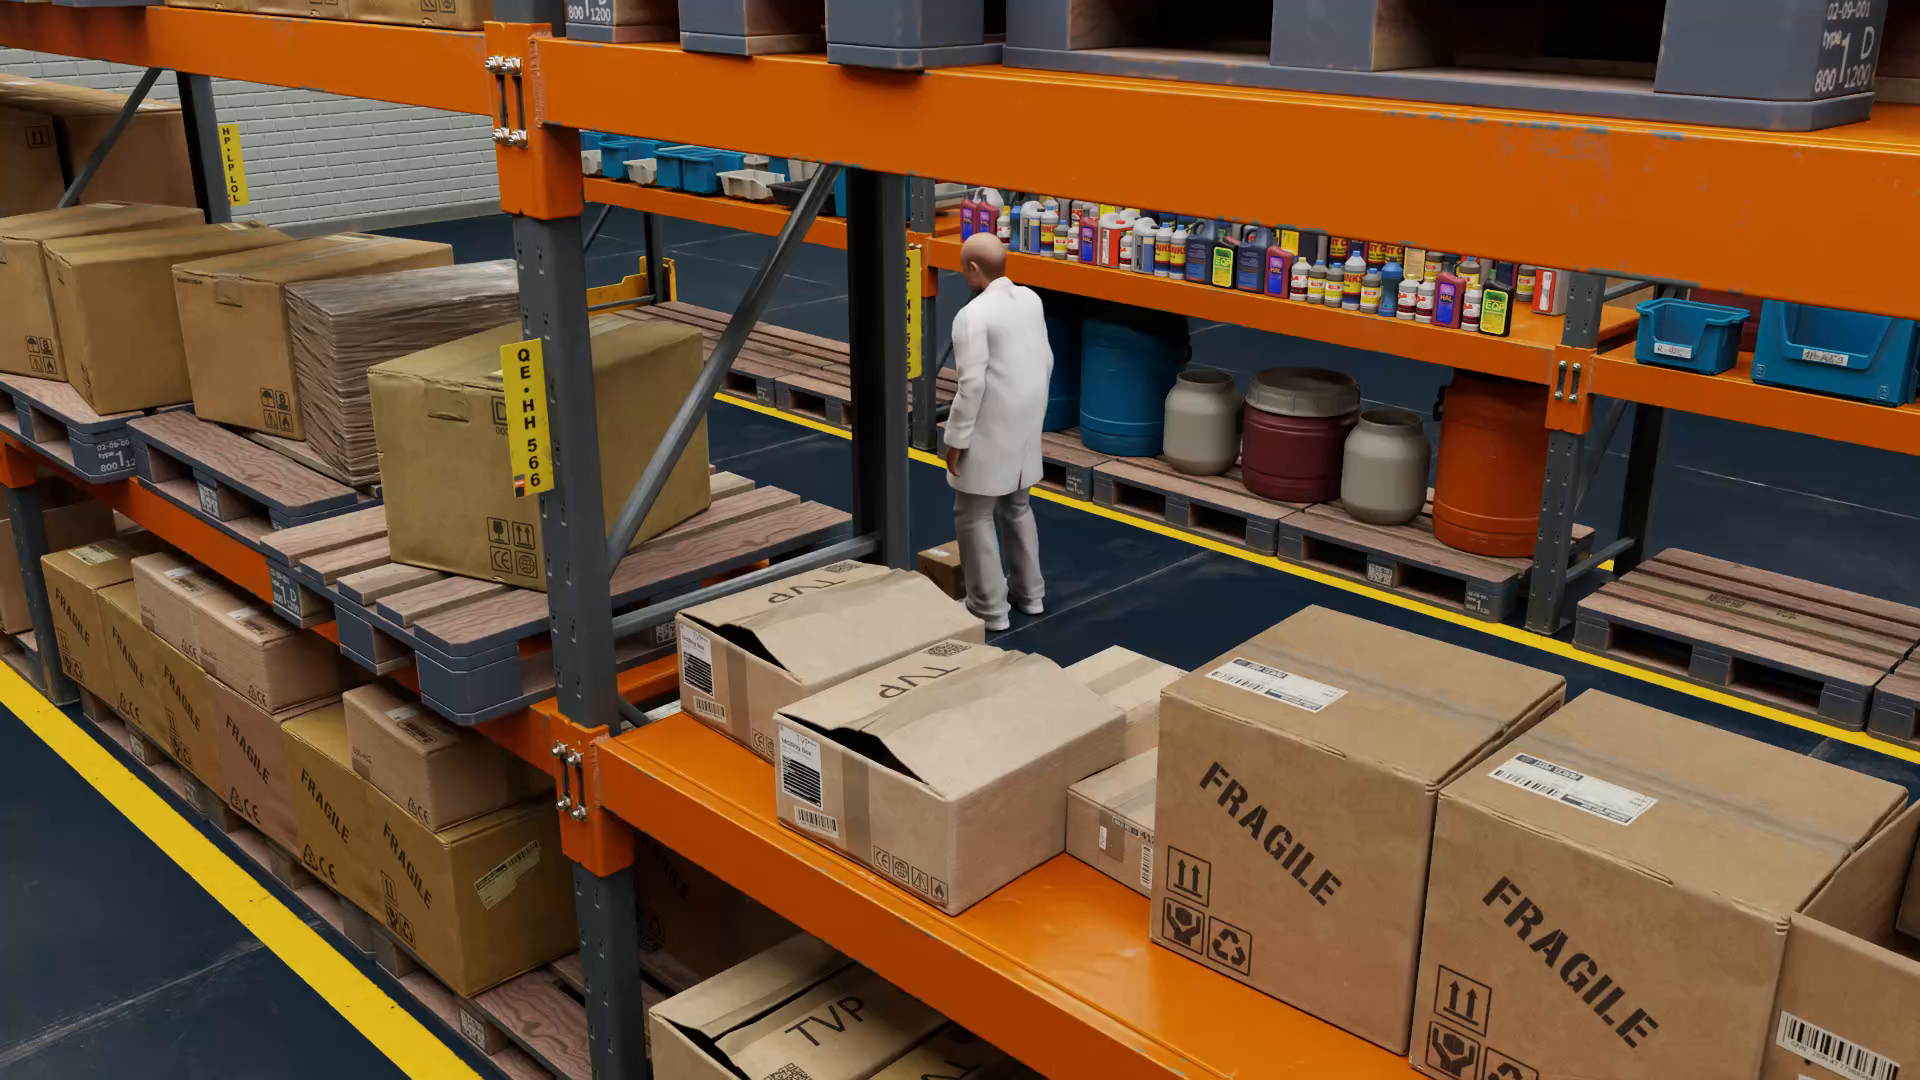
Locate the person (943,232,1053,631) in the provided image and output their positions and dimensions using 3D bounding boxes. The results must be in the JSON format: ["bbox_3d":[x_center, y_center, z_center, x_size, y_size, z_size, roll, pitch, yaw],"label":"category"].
[{"bbox_3d":[0.154,-0.477,7.392,0.429,1.772,0.645,17,26,38],"label":"person"}]
